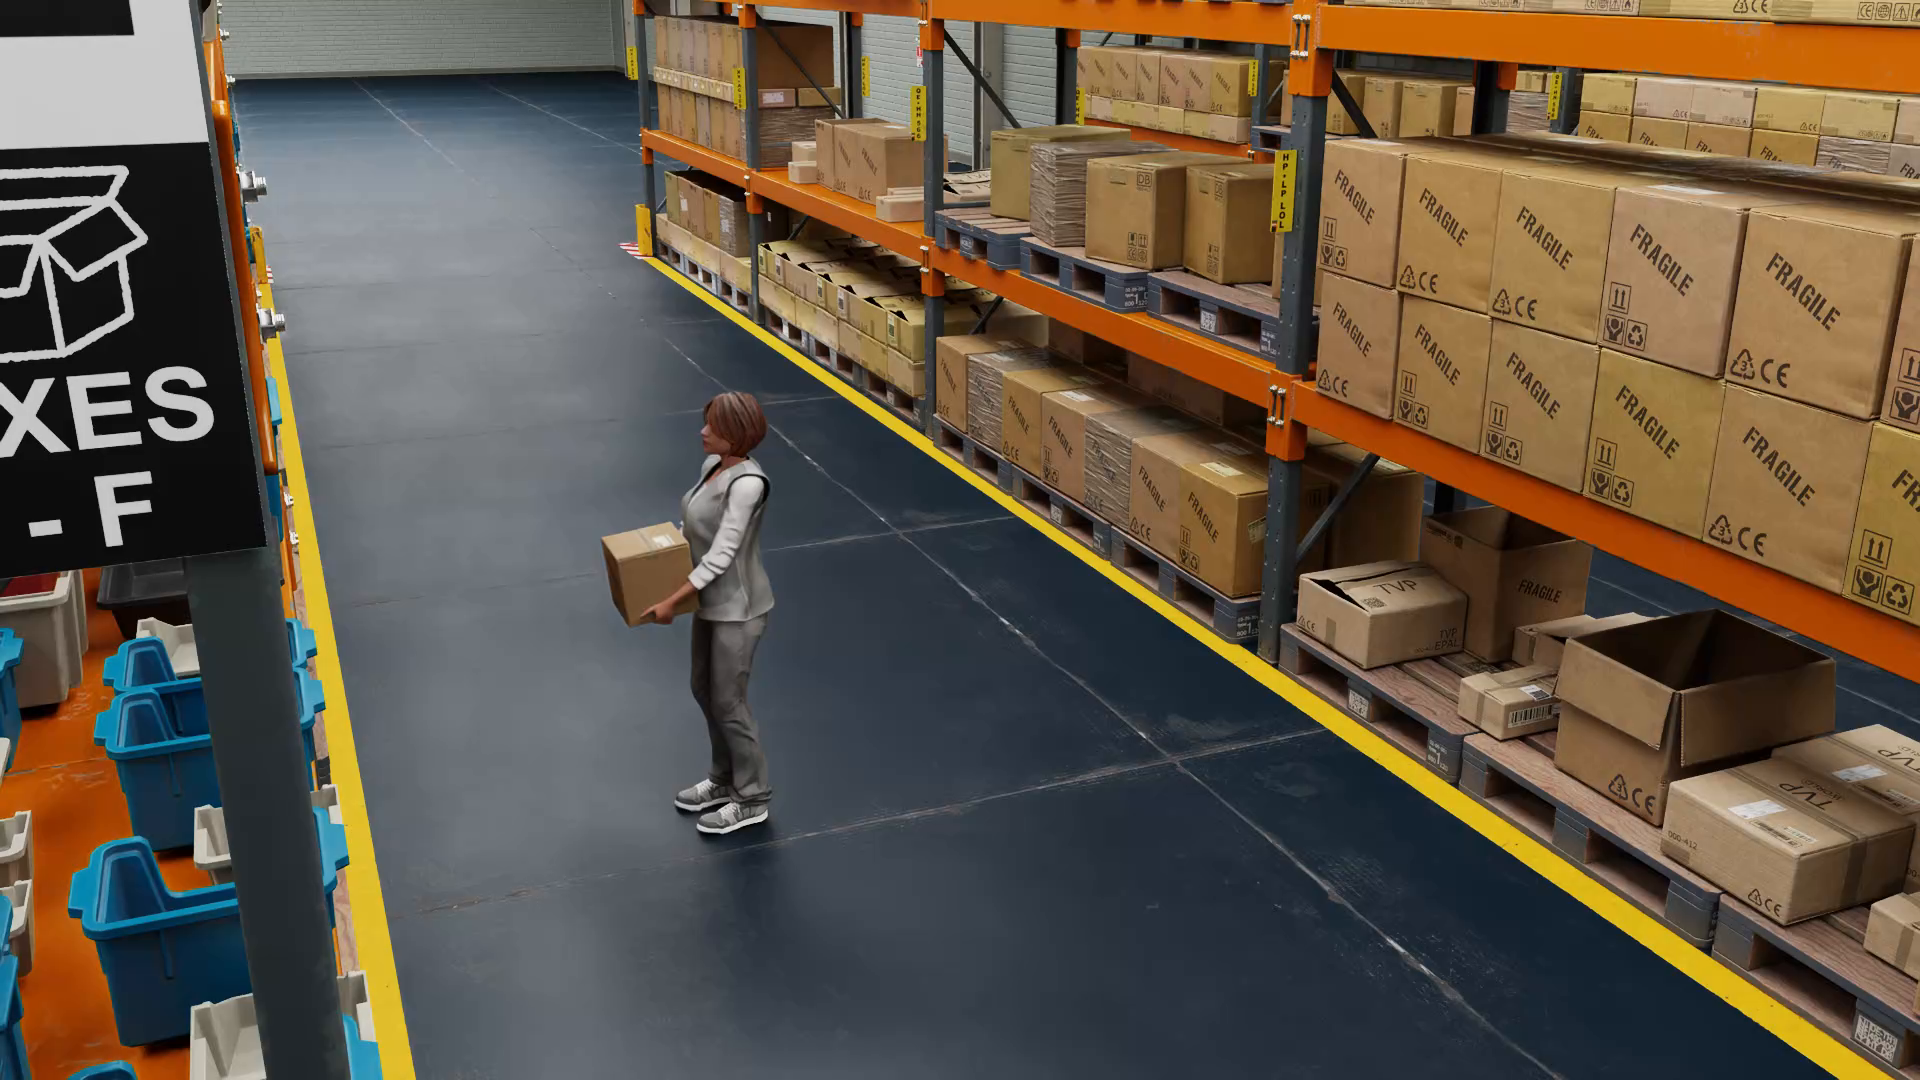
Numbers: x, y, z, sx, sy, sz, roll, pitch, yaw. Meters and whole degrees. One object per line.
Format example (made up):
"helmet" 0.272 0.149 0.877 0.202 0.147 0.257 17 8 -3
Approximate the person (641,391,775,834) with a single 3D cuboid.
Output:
"person" -0.899 0.262 5.833 0.495 1.589 0.408 -8 21 -22
